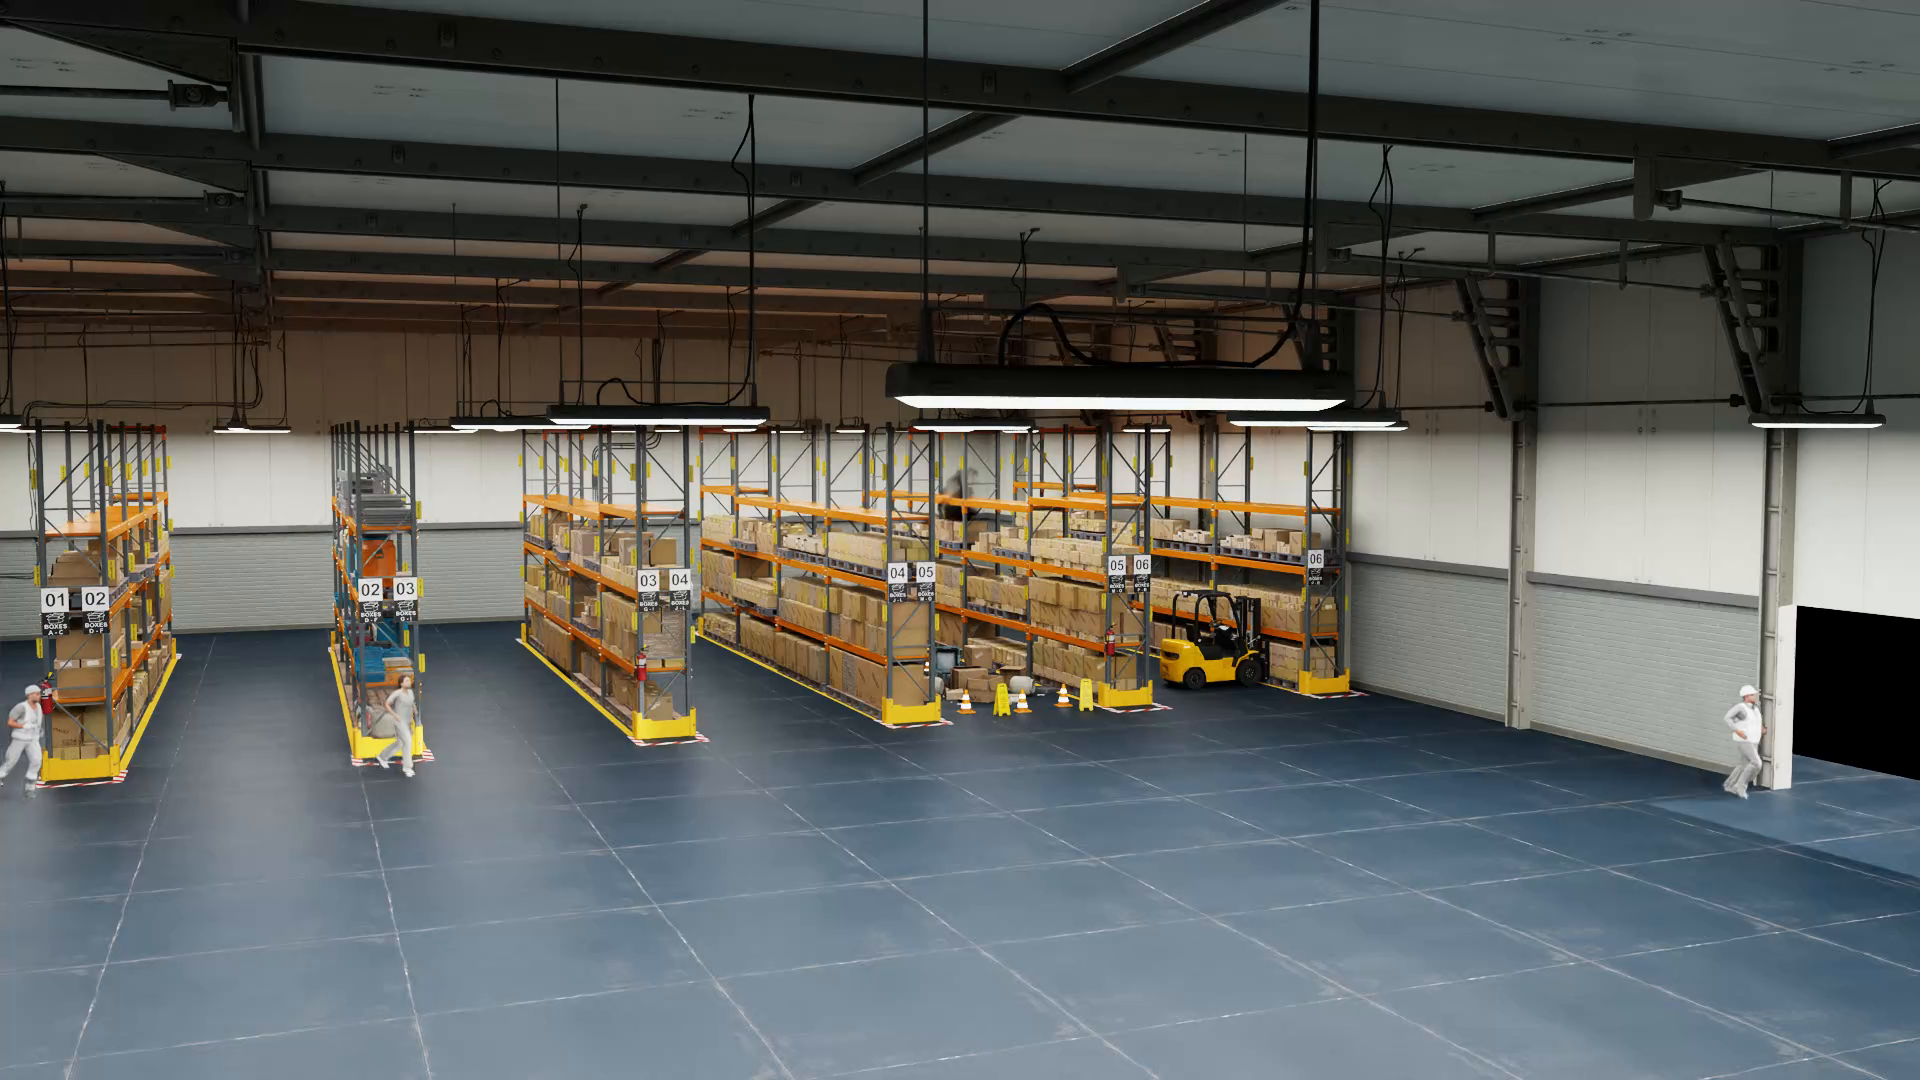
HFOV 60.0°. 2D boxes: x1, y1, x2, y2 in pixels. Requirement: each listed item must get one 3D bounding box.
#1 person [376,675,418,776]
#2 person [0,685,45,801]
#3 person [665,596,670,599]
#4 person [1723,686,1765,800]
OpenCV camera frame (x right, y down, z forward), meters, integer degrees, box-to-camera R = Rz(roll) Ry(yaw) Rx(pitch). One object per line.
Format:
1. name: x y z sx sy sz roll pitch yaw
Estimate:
1. person: -9.527 3.125 28.266 0.835 1.704 0.575 1 4 18
2. person: -14.882 3.198 26.468 0.947 1.752 0.760 1 4 22
3. person: -8.451 1.869 48.777 0.555 1.652 0.635 -2 4 -34
4. person: 12.490 3.208 26.386 0.684 1.791 0.617 -3 5 -38
